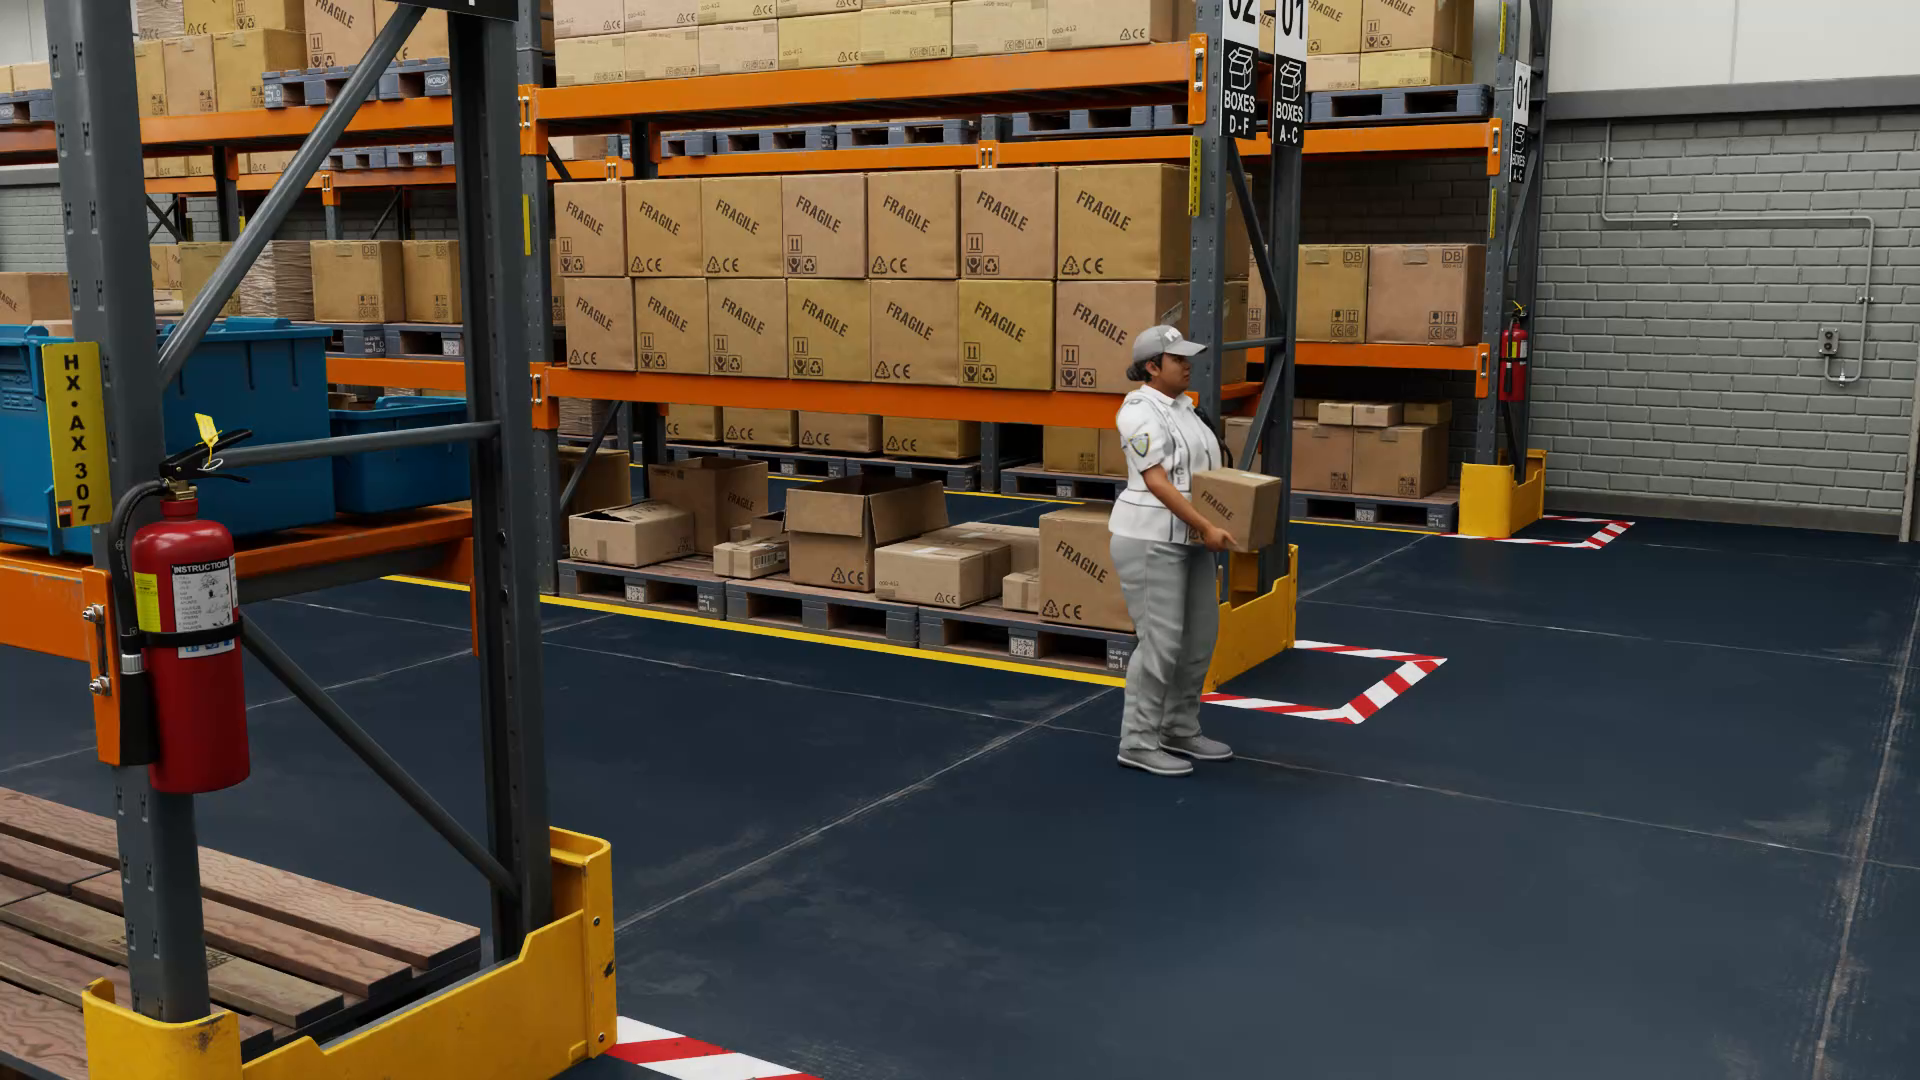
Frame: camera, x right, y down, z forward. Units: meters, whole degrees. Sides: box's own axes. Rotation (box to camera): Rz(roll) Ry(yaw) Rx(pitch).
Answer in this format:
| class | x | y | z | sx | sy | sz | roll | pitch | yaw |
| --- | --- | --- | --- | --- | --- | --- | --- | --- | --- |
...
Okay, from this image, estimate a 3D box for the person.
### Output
| class | x | y | z | sx | sy | sz | roll | pitch | yaw |
| --- | --- | --- | --- | --- | --- | --- | --- | --- | --- |
| person | 0.840 | 0.032 | 6.223 | 0.535 | 1.655 | 0.454 | 6 | 11 | 32 |
